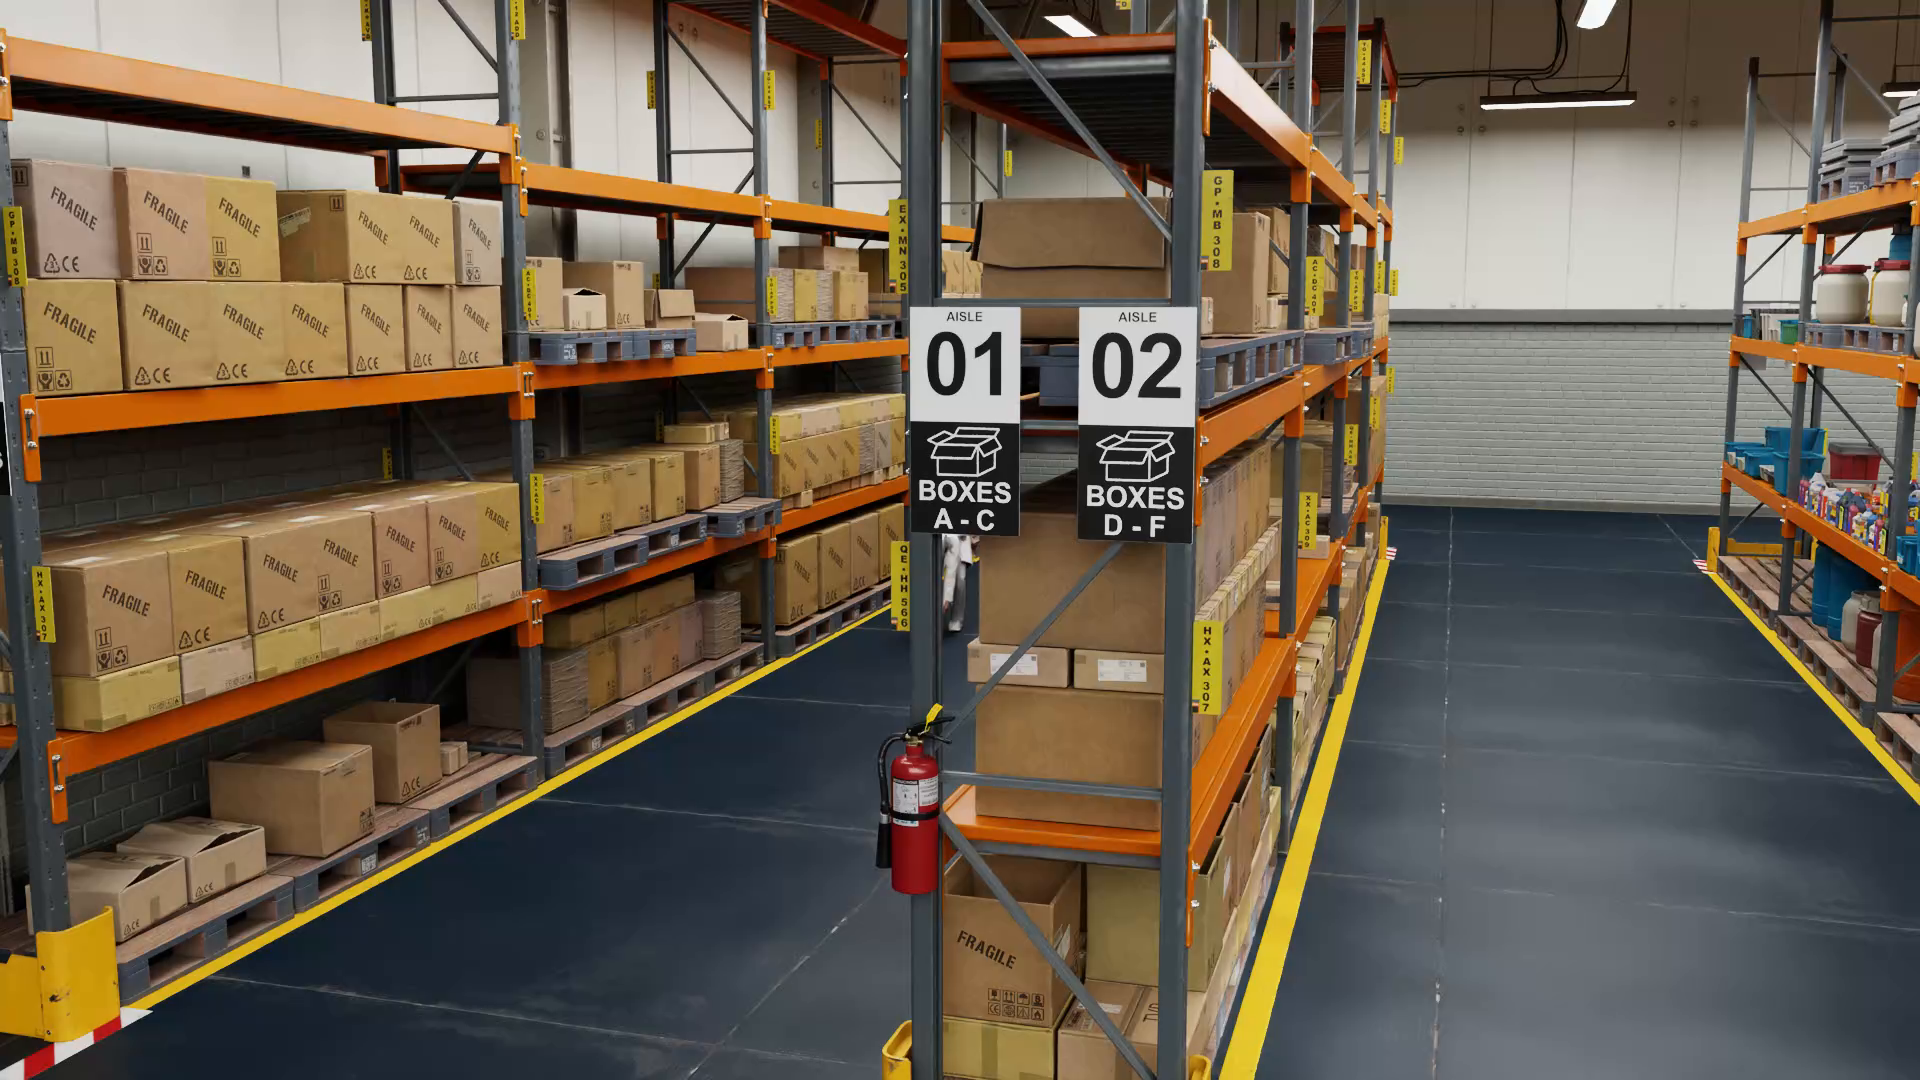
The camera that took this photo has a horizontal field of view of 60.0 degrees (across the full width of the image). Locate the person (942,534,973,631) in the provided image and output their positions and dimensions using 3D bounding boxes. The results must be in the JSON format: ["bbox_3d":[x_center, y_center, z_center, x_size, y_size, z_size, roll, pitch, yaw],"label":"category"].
[{"bbox_3d":[-0.193,0.349,16.250,0.562,1.124,0.950,2,8,14],"label":"person"}]
